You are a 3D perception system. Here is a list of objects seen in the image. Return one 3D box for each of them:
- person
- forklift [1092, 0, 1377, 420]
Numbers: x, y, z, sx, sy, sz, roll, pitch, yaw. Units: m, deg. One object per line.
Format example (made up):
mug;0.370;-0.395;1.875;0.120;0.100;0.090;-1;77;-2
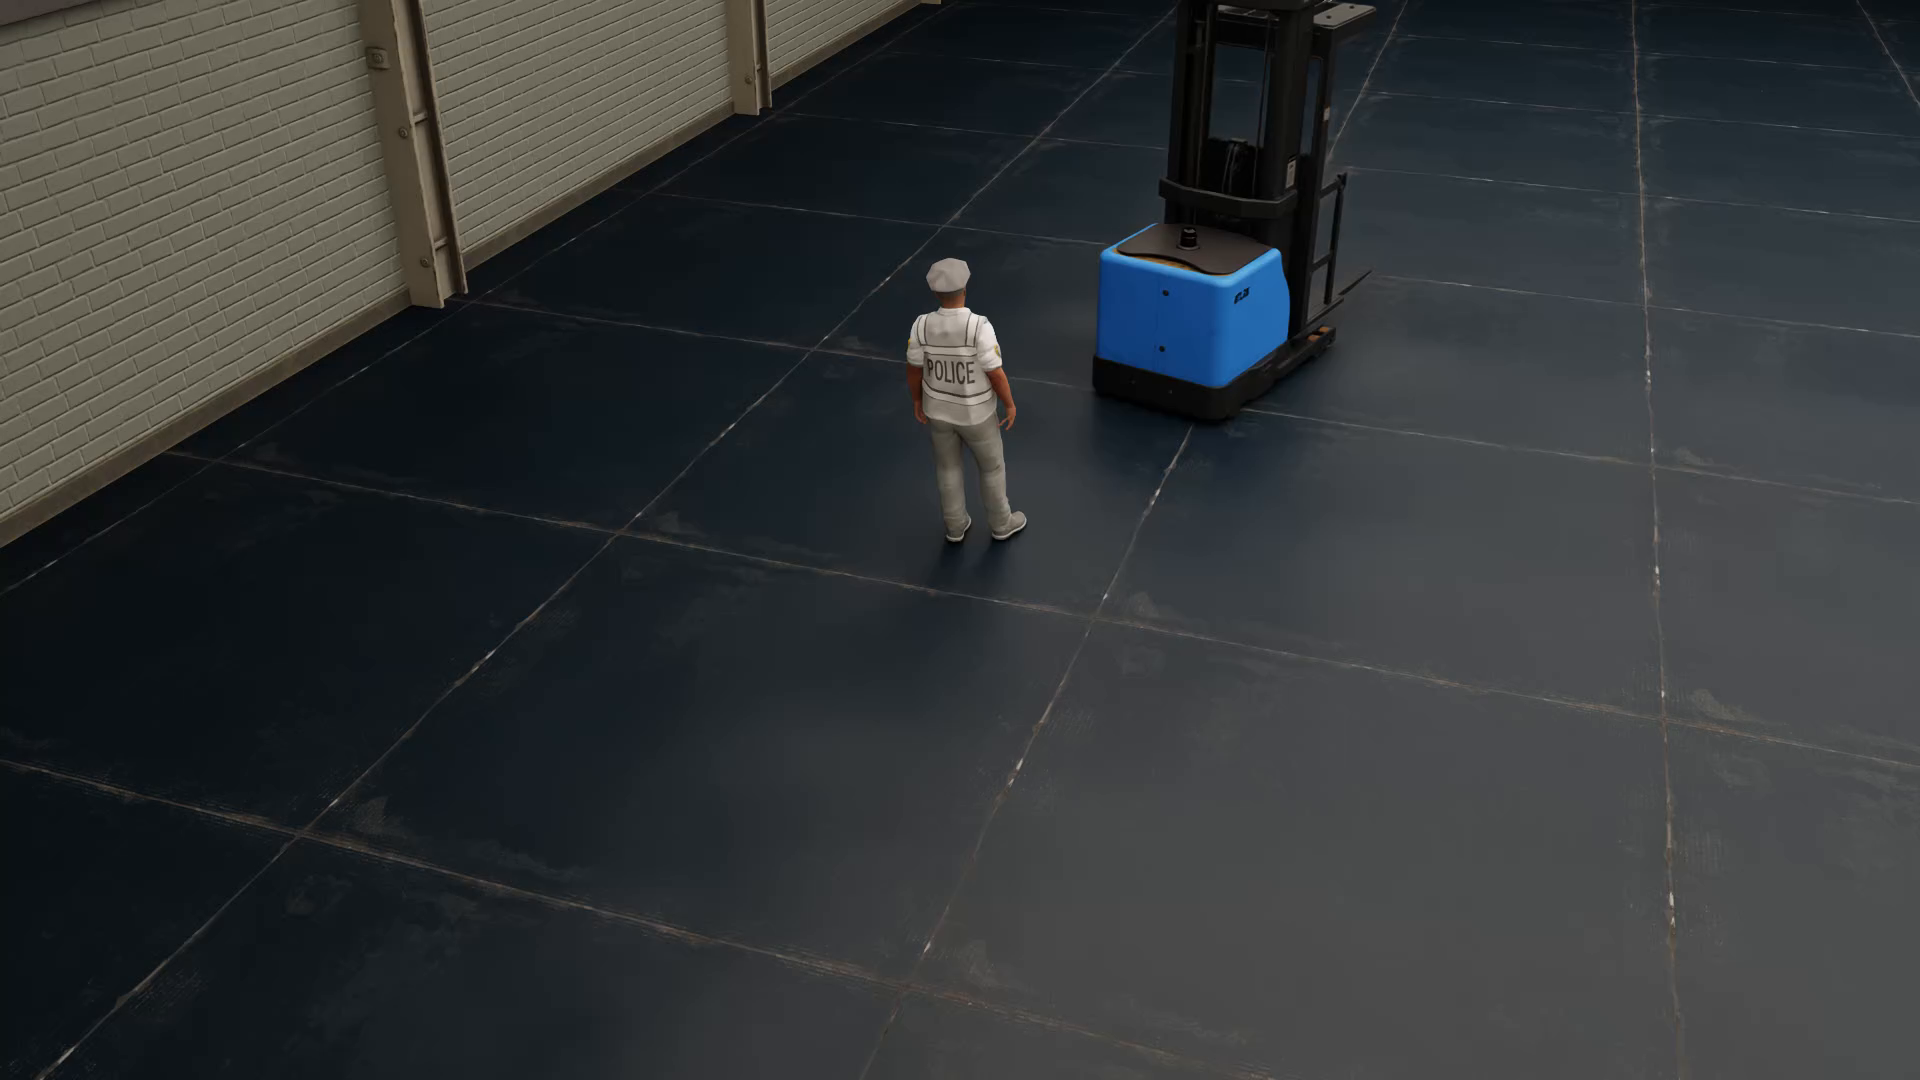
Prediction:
person;0.037;-0.813;9.712;0.640;1.778;0.575;10;31;16
forklift;2.204;-2.774;12.003;1.130;2.935;3.031;19;35;30
